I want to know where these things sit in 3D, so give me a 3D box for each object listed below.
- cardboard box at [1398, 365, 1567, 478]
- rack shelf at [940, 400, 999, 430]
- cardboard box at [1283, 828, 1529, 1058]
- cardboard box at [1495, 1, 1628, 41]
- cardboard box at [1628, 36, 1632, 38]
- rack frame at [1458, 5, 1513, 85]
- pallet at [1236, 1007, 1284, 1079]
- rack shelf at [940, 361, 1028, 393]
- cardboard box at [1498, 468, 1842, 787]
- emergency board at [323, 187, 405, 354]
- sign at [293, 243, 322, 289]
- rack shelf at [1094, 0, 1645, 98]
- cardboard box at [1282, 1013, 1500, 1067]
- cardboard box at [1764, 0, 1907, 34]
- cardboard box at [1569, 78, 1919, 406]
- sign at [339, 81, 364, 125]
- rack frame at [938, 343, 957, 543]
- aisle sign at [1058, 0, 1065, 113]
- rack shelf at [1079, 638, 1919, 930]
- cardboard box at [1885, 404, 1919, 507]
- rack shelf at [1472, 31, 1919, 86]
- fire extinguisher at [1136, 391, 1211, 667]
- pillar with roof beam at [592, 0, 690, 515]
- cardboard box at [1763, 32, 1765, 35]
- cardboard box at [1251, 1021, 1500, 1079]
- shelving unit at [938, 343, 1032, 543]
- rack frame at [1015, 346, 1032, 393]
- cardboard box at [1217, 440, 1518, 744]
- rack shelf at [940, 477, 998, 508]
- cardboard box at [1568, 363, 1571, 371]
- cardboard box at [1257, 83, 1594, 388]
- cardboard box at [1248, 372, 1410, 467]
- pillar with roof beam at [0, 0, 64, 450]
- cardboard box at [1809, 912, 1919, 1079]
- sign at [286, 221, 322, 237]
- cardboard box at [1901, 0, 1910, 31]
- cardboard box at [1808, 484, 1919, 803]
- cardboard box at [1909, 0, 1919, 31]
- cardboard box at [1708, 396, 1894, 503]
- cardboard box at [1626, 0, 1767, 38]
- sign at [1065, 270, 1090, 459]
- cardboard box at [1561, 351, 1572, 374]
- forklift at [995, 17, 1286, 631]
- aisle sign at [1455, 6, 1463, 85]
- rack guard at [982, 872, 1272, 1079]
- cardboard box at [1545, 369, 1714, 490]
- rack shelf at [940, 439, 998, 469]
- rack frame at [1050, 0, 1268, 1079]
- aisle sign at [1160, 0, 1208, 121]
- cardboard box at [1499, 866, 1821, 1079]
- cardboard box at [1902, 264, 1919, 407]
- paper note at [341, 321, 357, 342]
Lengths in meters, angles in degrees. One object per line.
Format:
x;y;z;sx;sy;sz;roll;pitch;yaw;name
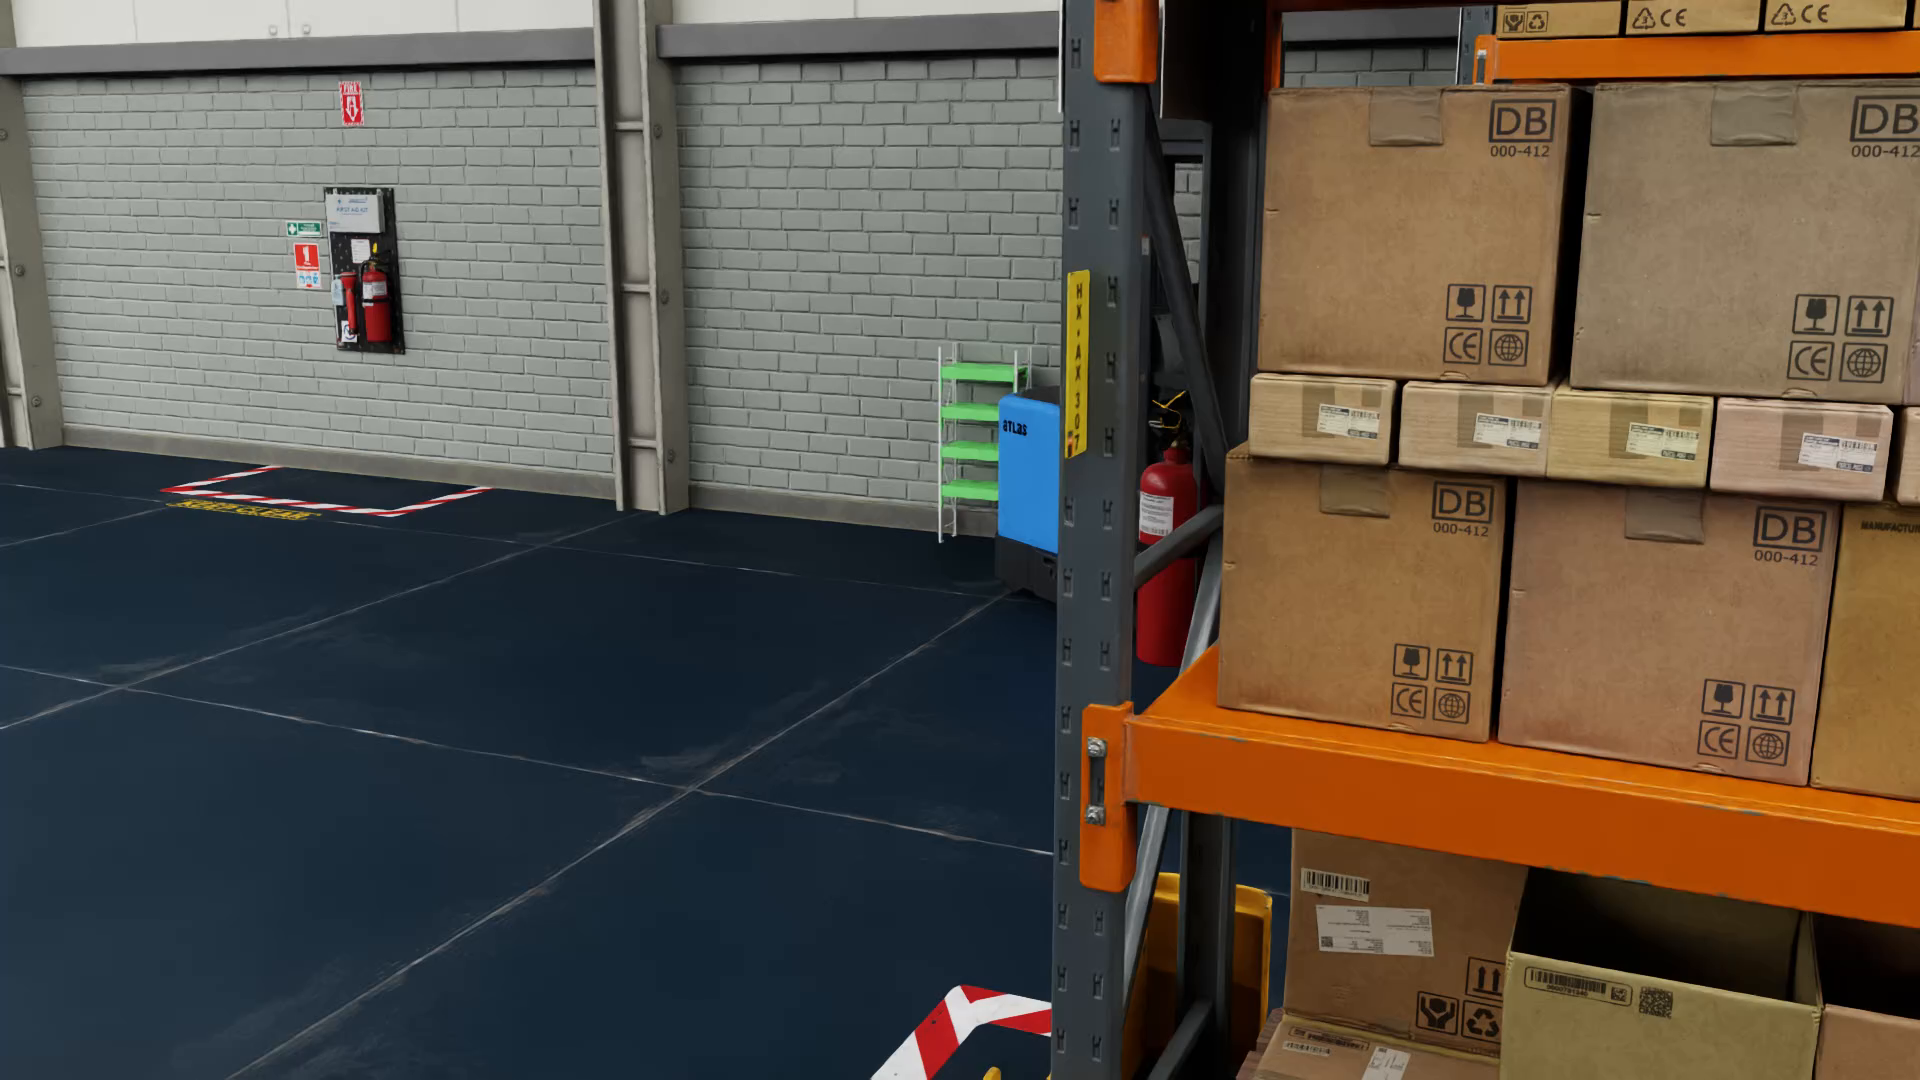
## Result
0.953;-0.227;3.016;0.250;0.149;0.380;5;14;22;cardboard box
0.149;-0.739;10.005;0.480;0.148;0.258;6;14;23;rack shelf
1.049;0.789;3.783;0.500;0.500;0.500;6;14;23;cardboard box
2.646;-2.438;7.250;0.500;0.500;0.500;6;15;25;cardboard box
2.926;-2.535;7.665;0.500;0.500;0.500;7;15;27;cardboard box
2.442;-1.002;7.960;0.127;3.000;1.000;6;14;23;rack frame
1.155;1.452;3.604;1.213;0.211;1.003;6;14;23;pallet
0.149;-0.972;9.950;0.480;0.148;0.258;6;14;23;rack shelf
1.342;0.077;3.140;0.500;0.500;0.700;6;15;25;cardboard box
-4.298;-1.910;11.829;0.643;1.169;0.194;6;14;23;emergency board
-4.762;-2.000;12.135;0.234;0.329;0.001;6;14;23;sign
2.267;-0.892;2.500;4.000;0.370;1.077;6;14;23;rack shelf
1.049;1.155;3.867;0.500;0.250;0.500;6;14;23;cardboard box
3.599;-2.334;6.805;0.500;0.500;0.500;7;15;26;cardboard box
1.392;-0.549;2.971;0.500;0.500;0.700;5;14;22;cardboard box
-4.265;-3.060;11.656;0.199;0.298;0.001;6;14;23;sign
-0.075;-0.589;10.139;0.015;1.200;0.240;6;14;23;rack frame
0.254;-1.175;3.006;0.004;0.787;0.394;6;14;23;aisle sign
2.267;0.568;2.843;4.000;0.370;1.077;6;14;23;rack shelf
1.655;-0.155;2.712;0.250;0.149;0.380;5;14;21;cardboard box
4.270;-1.927;6.911;4.000;0.370;1.077;6;14;23;rack shelf
0.519;-0.038;4.019;0.183;0.674;0.296;6;14;23;fire extinguisher
-3.798;-3.695;6.303;0.400;9.000;9.100;6;14;23;pillar with roof beam
3.384;-2.495;7.491;0.500;0.500;0.500;6;14;23;cardboard box
0.839;1.263;3.406;0.500;0.250;0.500;6;14;23;cardboard box
0.149;-0.567;10.045;0.503;1.200;0.258;6;14;23;shelving unit
0.373;-0.545;9.951;0.015;1.200;0.240;6;14;23;rack frame
0.860;0.030;3.343;0.500;0.500;0.700;6;14;23;cardboard box
0.149;-0.271;10.114;0.480;0.148;0.258;6;14;23;rack shelf
1.339;-0.289;3.280;0.250;0.149;0.380;6;14;22;cardboard box
0.909;-0.597;3.174;0.500;0.500;0.700;6;14;23;cardboard box
0.710;-0.251;3.118;0.250;0.149;0.380;6;14;23;cardboard box
-9.283;-4.250;8.669;0.400;9.000;9.100;6;14;23;pillar with roof beam
1.759;0.987;2.939;0.500;0.500;0.500;6;14;23;cardboard box
-4.761;-2.256;12.064;0.331;0.109;0.001;6;14;23;sign
3.852;-2.445;7.279;0.500;0.500;0.500;5;14;21;cardboard box
1.794;0.125;2.939;0.500;0.500;0.700;6;14;24;cardboard box
4.097;-2.288;6.613;0.500;0.500;0.500;7;15;27;cardboard box
1.410;-0.180;2.815;0.250;0.149;0.380;6;14;22;cardboard box
3.123;-2.381;7.006;0.500;0.500;0.500;7;15;27;cardboard box
0.208;-0.312;2.950;0.005;0.325;0.100;6;14;23;sign
1.105;-0.312;3.381;0.250;0.149;0.380;6;15;25;cardboard box
1.434;-0.946;7.869;1.130;2.935;3.031;-9;16;-33;forklift
2.254;-2.212;7.425;0.004;0.787;0.394;6;14;23;aisle sign
0.417;1.247;3.845;0.348;0.500;1.175;6;14;23;rack guard
1.180;-0.203;2.916;0.250;0.149;0.380;6;14;23;cardboard box
0.149;-0.505;10.060;0.480;0.148;0.258;6;14;23;rack shelf
0.439;0.033;3.550;0.127;3.000;1.000;6;14;23;rack frame
0.497;-1.300;3.540;0.004;0.787;0.394;6;14;23;aisle sign
1.297;0.944;3.125;0.500;0.500;0.500;6;14;23;cardboard box
1.853;-0.503;2.773;0.500;0.500;0.700;6;14;23;cardboard box
-4.432;-1.512;12.061;0.142;0.148;0.016;6;14;23;paper note
